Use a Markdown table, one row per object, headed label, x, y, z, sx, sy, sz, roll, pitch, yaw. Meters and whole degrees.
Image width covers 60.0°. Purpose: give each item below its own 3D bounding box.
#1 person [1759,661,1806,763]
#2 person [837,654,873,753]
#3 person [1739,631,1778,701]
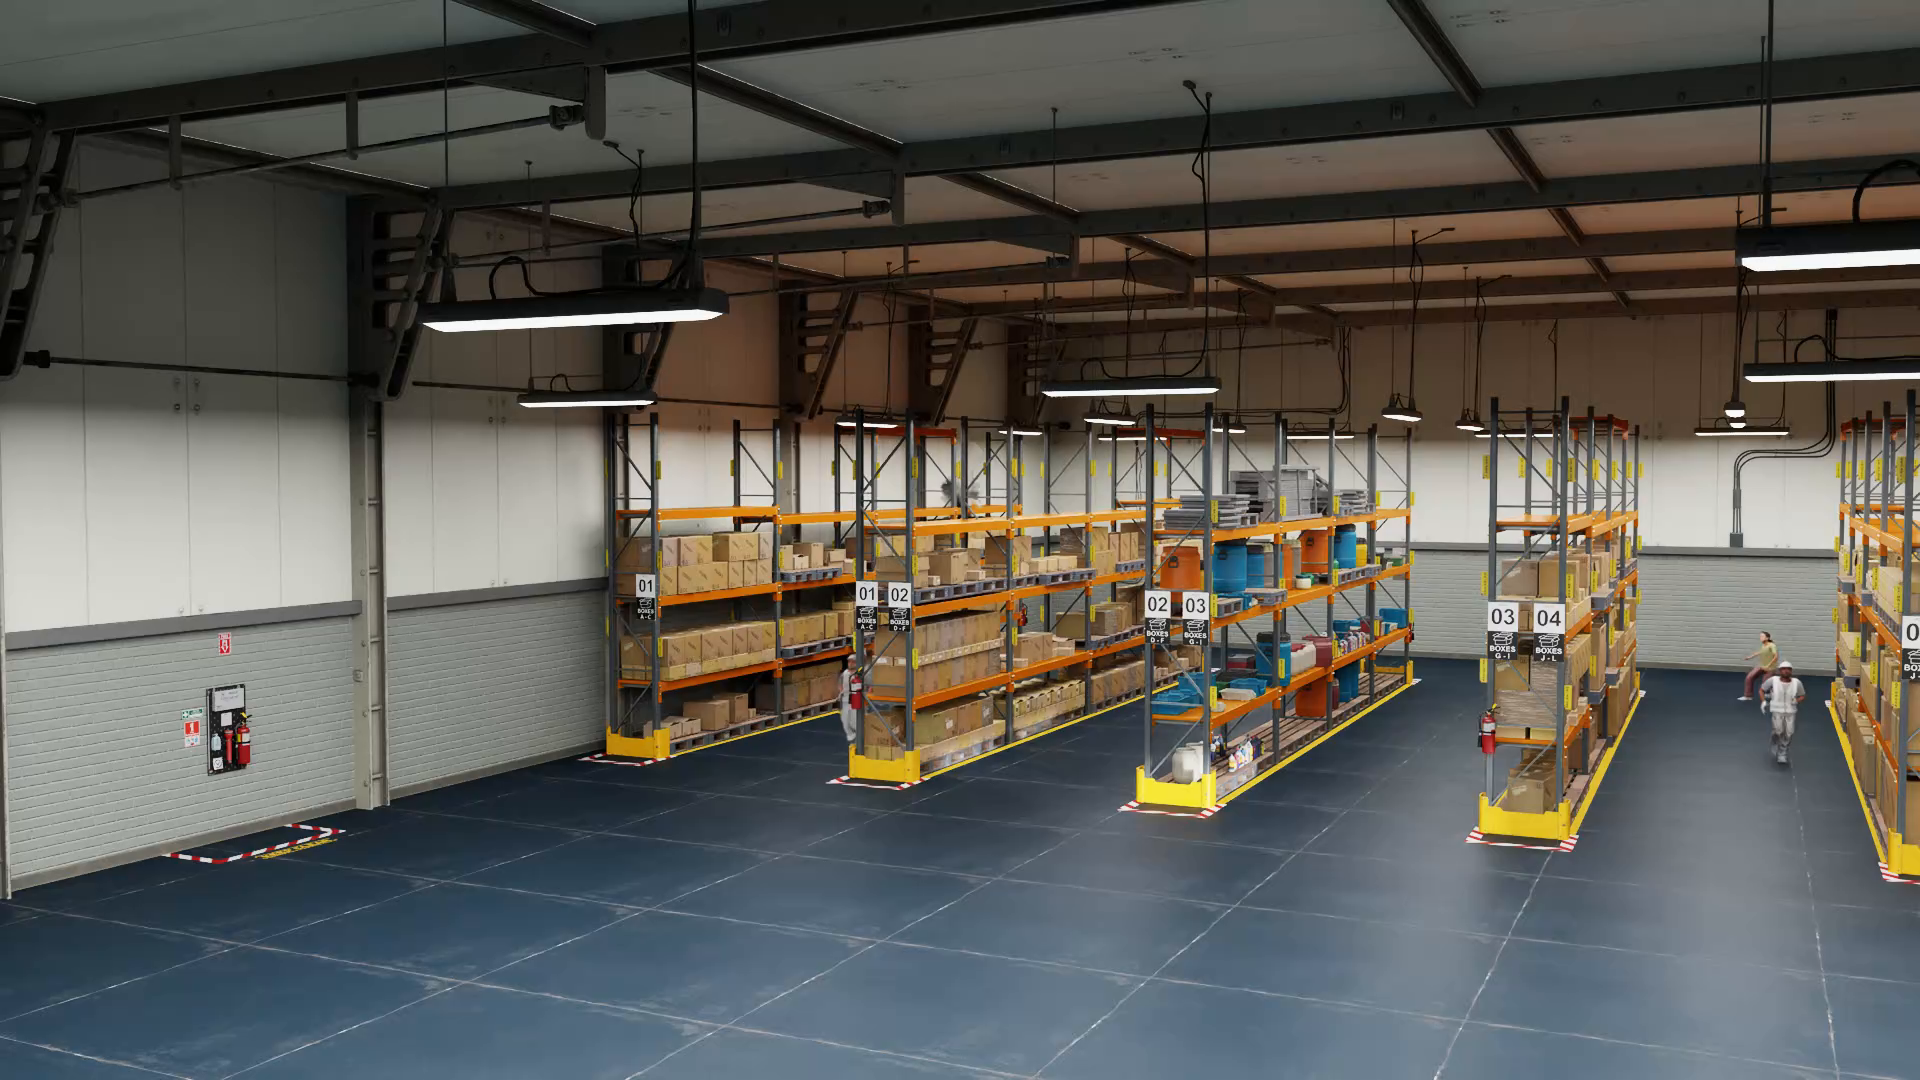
| label | x | y | z | sx | sy | sz | roll | pitch | yaw |
| --- | --- | --- | --- | --- | --- | --- | --- | --- | --- |
| person | 14.025 | 2.939 | 28.307 | 0.692 | 1.741 | 0.595 | 1 | 2 | 14 |
| person | -1.899 | 2.896 | 29.411 | 0.655 | 1.742 | 0.593 | 1 | 3 | 21 |
| person | 17.337 | 2.727 | 35.900 | 0.709 | 1.515 | 0.706 | -1 | 3 | -28 |
